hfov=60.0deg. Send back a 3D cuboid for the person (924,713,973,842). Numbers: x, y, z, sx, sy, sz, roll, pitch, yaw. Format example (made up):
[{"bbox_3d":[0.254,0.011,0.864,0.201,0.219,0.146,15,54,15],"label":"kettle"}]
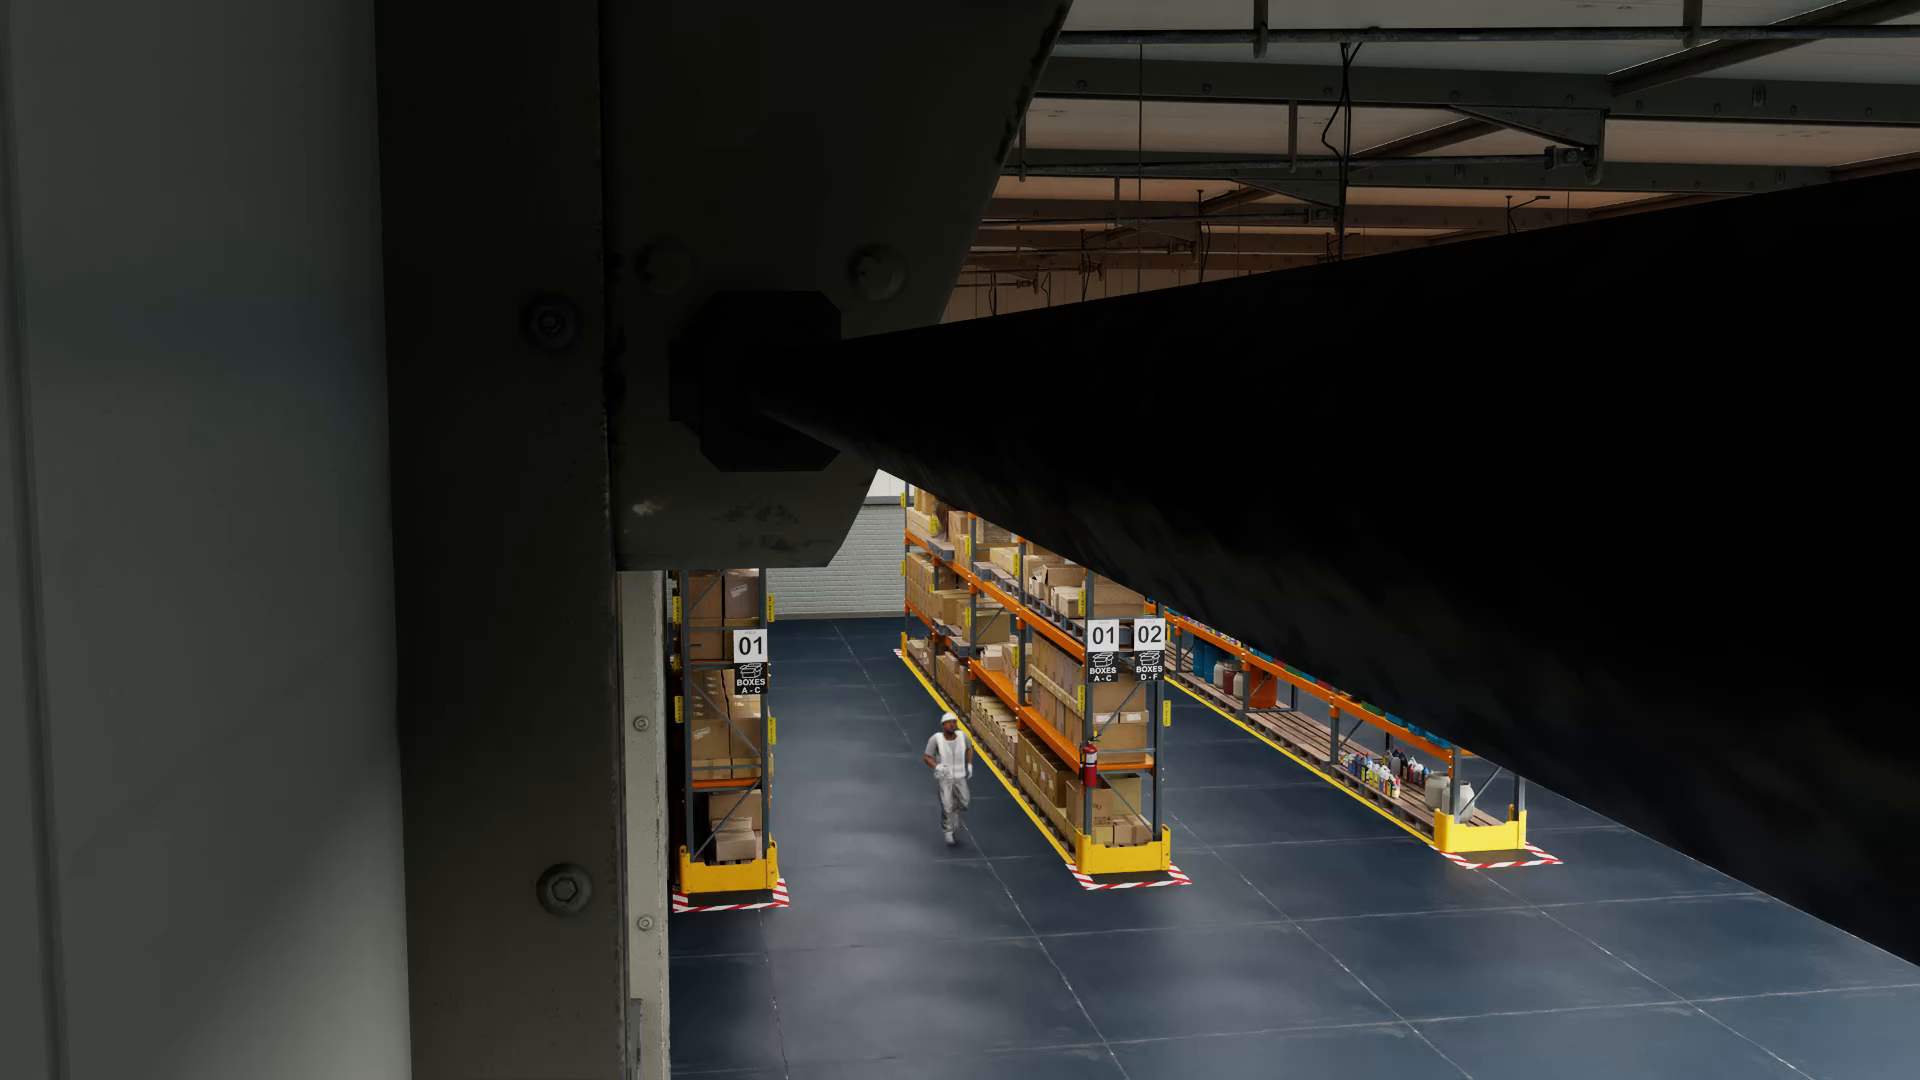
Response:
[{"bbox_3d":[-0.124,3.166,22.202,0.726,1.739,0.607,-2,6,-19],"label":"person"}]

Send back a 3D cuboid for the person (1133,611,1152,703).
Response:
[{"bbox_3d":[3.513,2.200,31.637,0.726,1.728,0.657,-1,6,-5],"label":"person"}]
